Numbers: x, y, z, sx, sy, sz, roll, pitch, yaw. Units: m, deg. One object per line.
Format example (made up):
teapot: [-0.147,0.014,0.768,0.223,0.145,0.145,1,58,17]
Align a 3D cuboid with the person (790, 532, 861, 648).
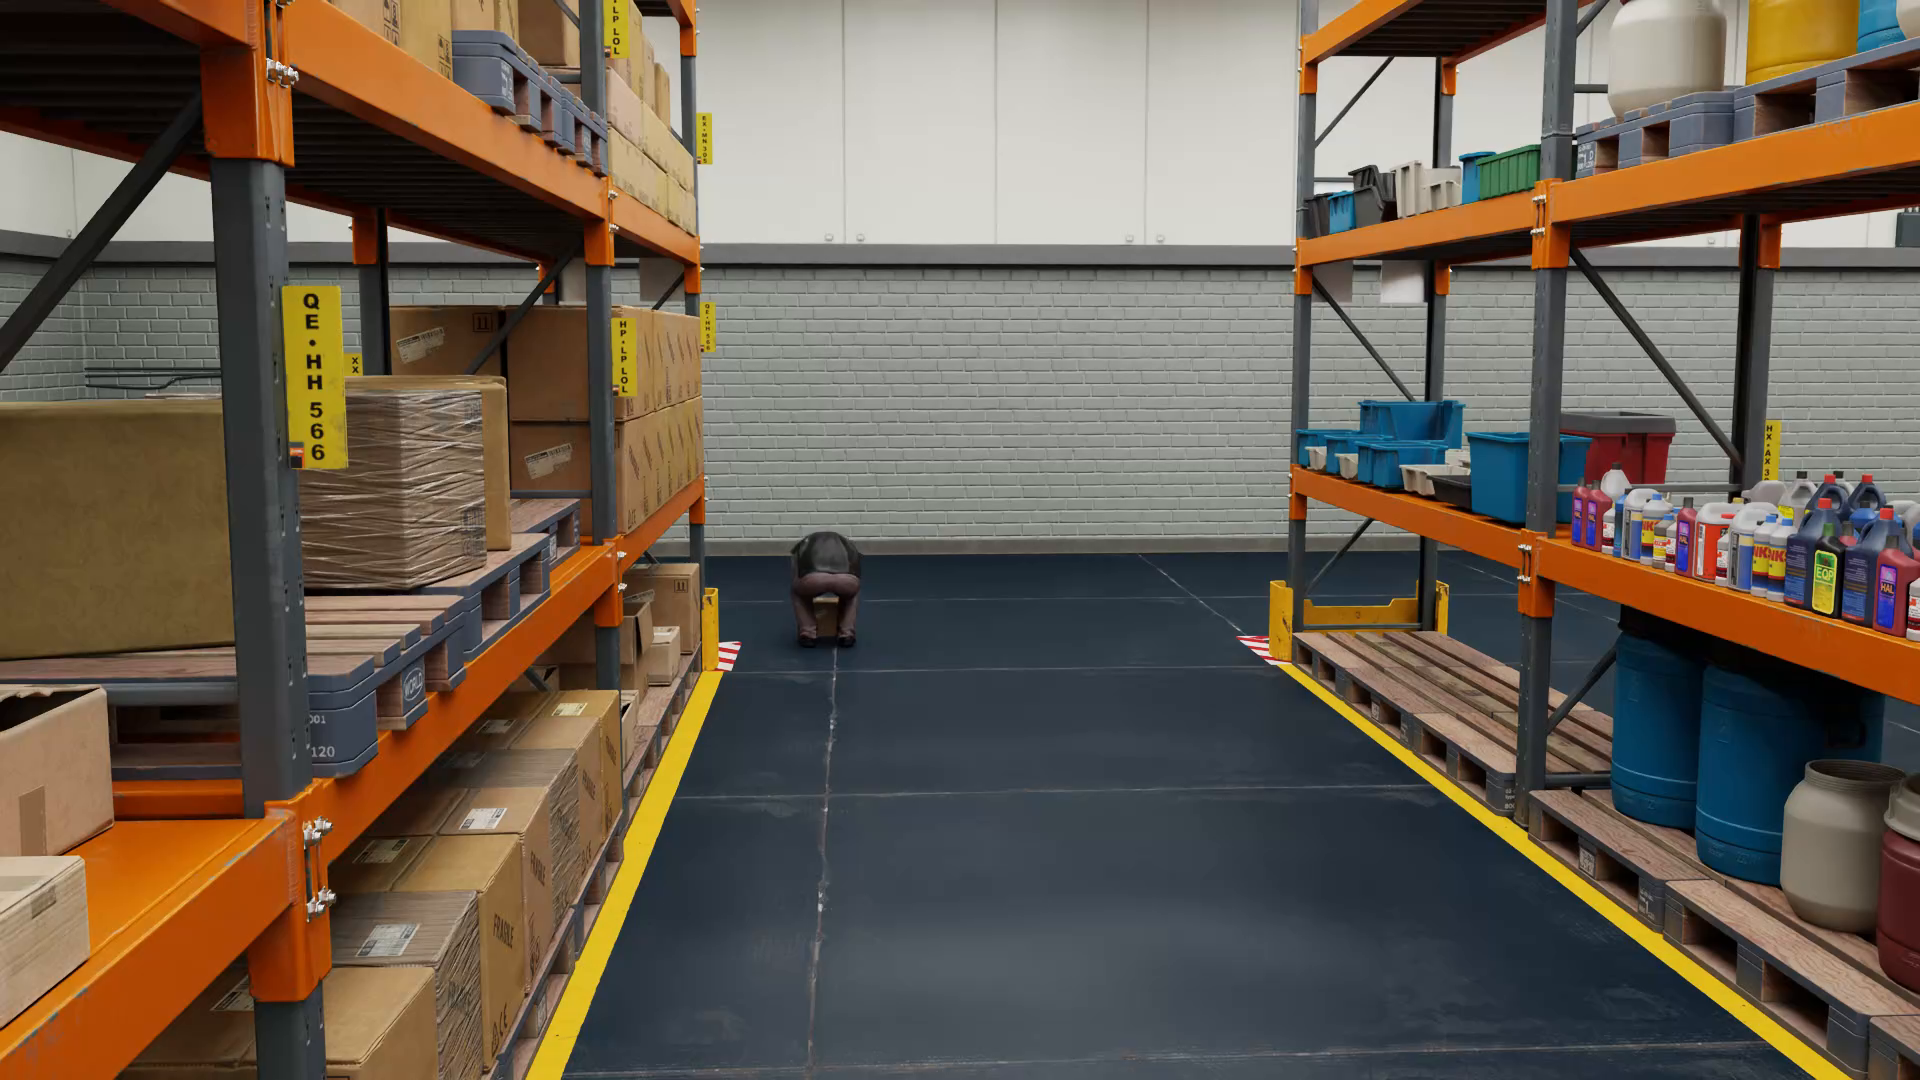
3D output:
person: [-0.971,0.347,11.973,0.506,0.803,0.945,-1,7,-7]
